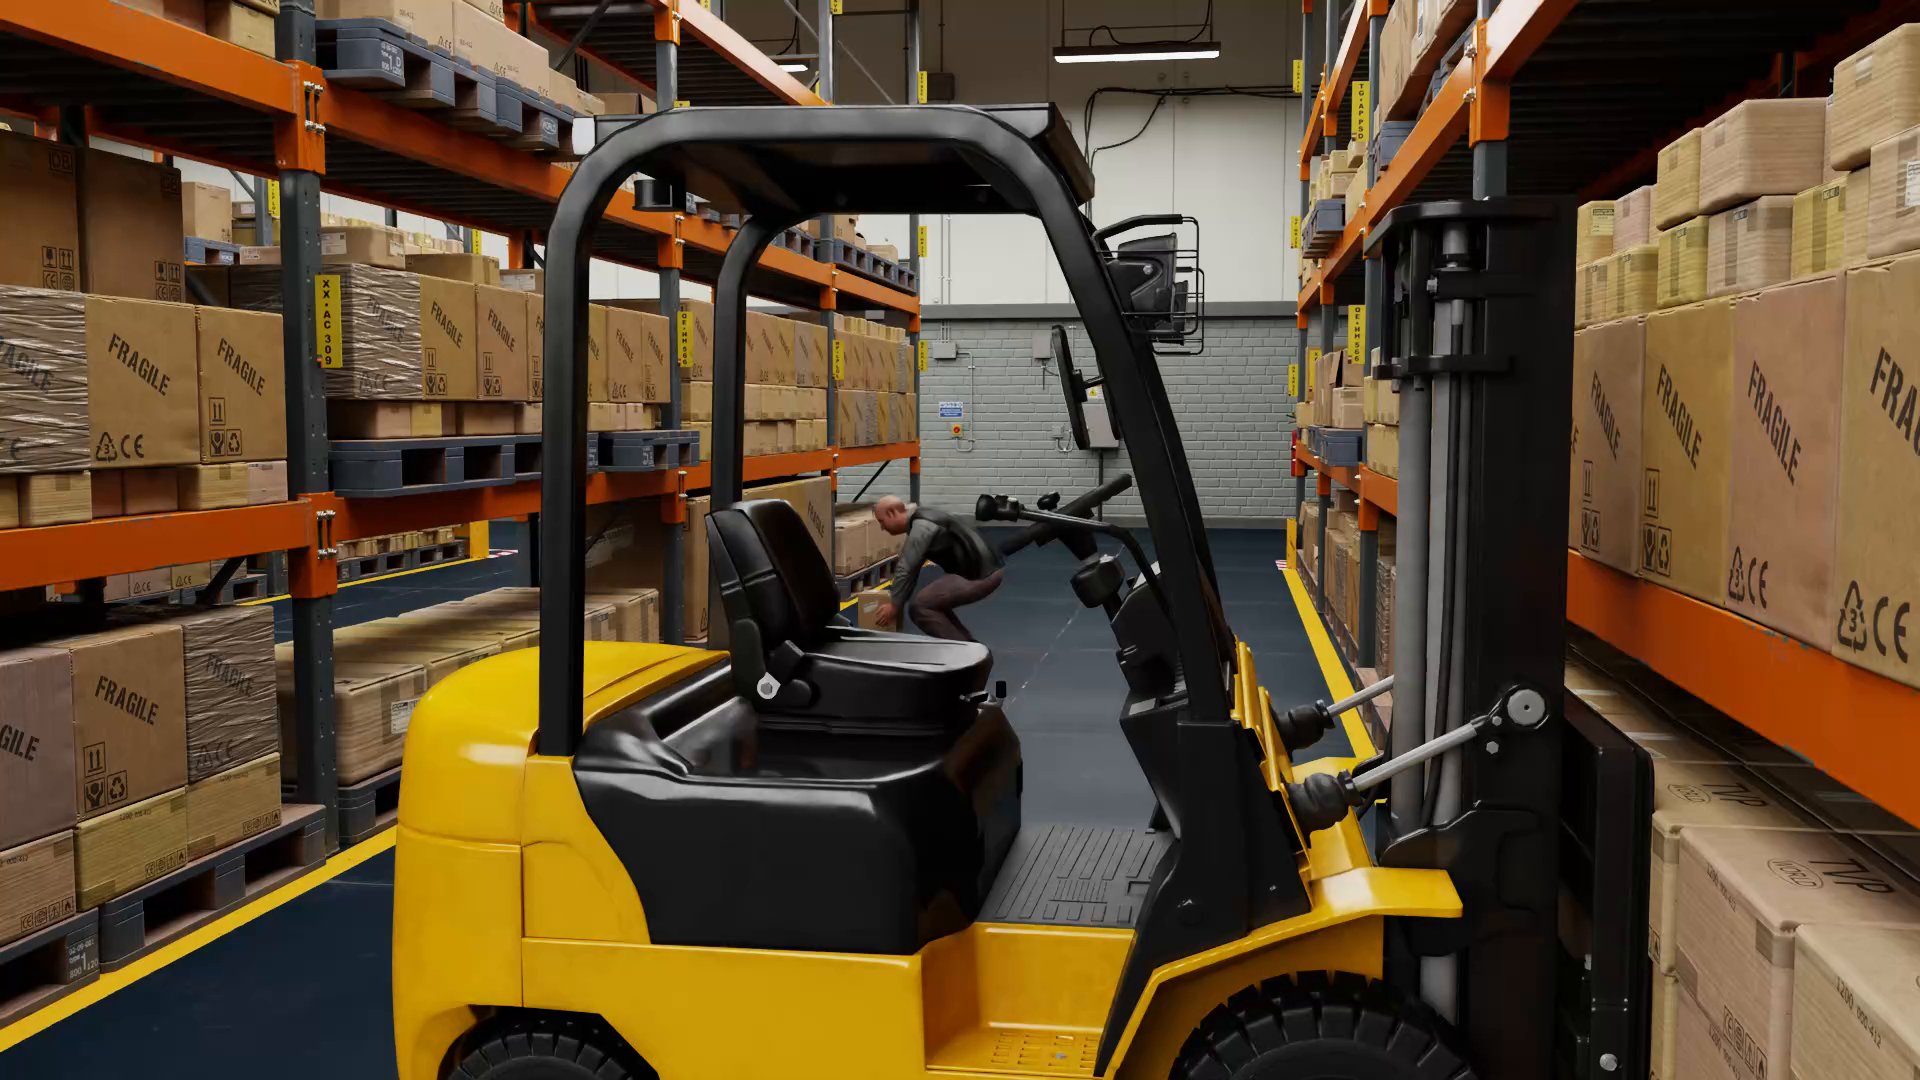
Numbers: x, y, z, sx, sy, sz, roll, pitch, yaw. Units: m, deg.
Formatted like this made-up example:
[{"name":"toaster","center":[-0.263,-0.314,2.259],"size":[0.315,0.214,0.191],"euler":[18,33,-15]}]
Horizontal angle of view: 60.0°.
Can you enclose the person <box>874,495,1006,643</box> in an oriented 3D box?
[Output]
[{"name":"person","center":[-0.135,0.260,10.659],"size":[0.830,1.073,0.556],"euler":[1,4,9]}]
